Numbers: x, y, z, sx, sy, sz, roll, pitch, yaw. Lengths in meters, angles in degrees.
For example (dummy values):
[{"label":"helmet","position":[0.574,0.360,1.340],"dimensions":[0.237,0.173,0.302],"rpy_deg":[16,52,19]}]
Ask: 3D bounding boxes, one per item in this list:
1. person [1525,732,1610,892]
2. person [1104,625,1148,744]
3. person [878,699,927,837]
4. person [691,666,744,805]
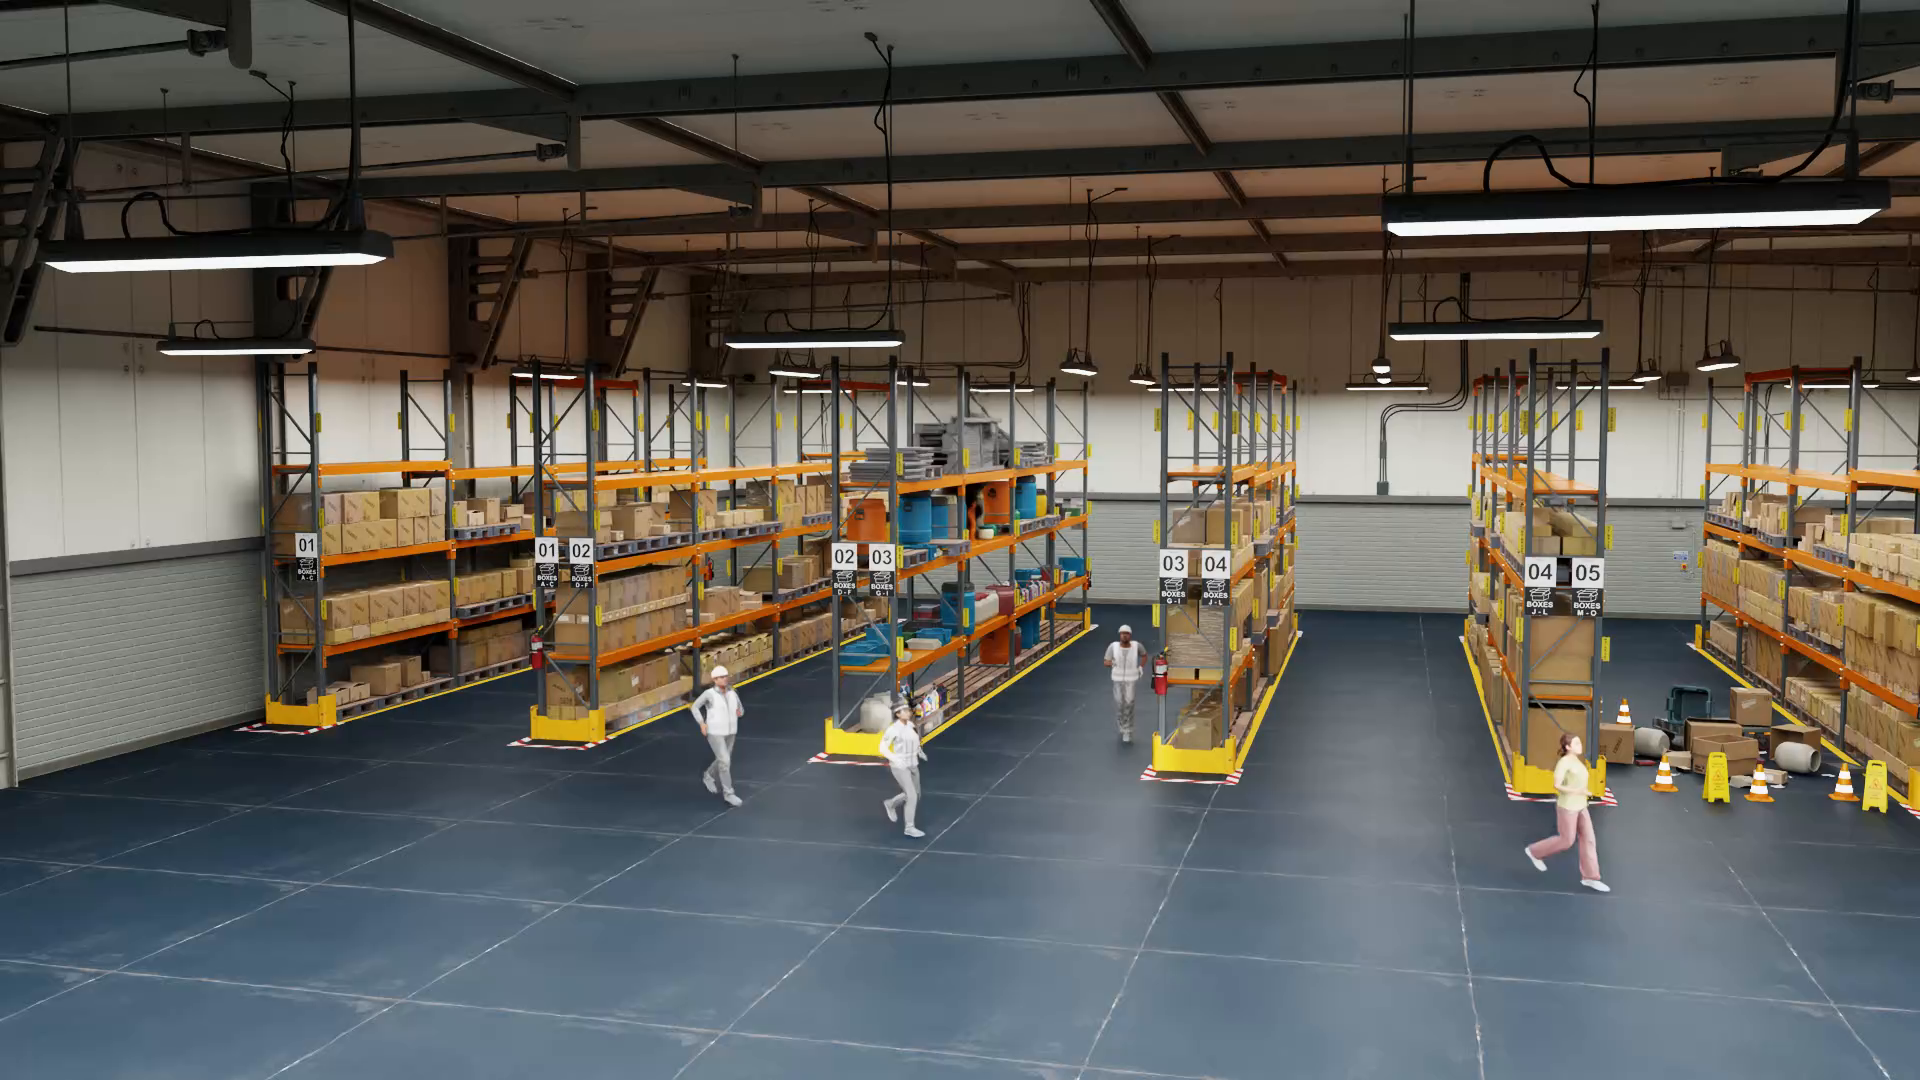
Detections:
[{"label":"person","position":[6.582,2.900,17.961],"dimensions":[0.578,1.664,0.934],"rpy_deg":[-4,6,-44]},{"label":"person","position":[2.605,2.251,26.284],"dimensions":[0.670,1.825,0.749],"rpy_deg":[1,4,12]},{"label":"person","position":[-0.711,2.751,20.230],"dimensions":[0.698,1.653,0.620],"rpy_deg":[3,5,39]},{"label":"person","position":[-3.148,2.545,21.940],"dimensions":[0.945,1.766,0.658],"rpy_deg":[4,6,44]}]
